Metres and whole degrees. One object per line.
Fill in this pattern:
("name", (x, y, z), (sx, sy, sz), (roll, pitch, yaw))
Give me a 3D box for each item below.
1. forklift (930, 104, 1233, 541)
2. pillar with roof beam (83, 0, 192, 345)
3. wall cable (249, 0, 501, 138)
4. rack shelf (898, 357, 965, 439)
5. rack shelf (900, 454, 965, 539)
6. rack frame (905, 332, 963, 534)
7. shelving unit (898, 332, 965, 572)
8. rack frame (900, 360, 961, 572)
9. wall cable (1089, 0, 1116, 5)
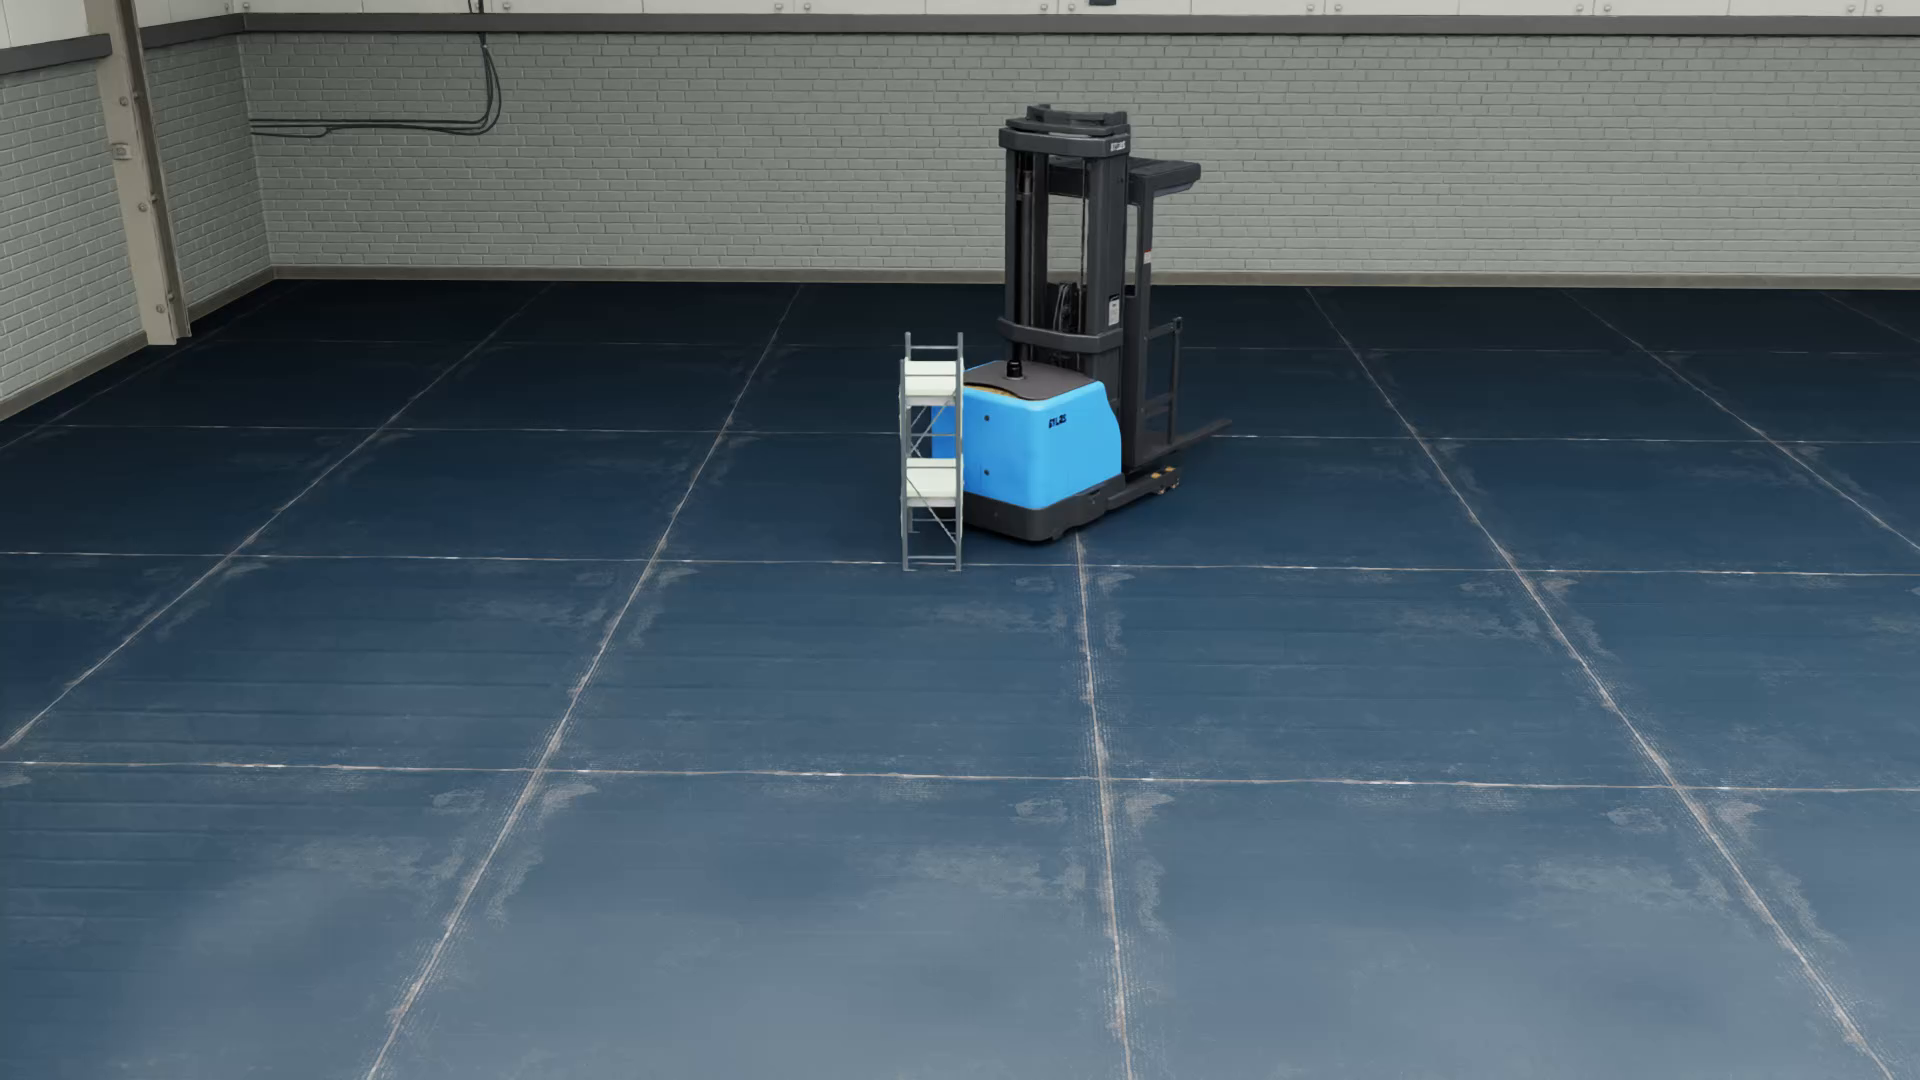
("forklift", (1.094, -1.820, 12.668), (1.130, 2.935, 3.031), (16, 27, 36))
("pillar with roof beam", (-3.992, -6.244, 15.681), (9.100, 9.000, 0.400), (1, 21, 2))
("wall cable", (-6.883, -5.894, 19.073), (3.097, 2.526, 0.112), (1, 21, 2))
("rack shelf", (-0.187, -0.979, 11.400), (0.431, 0.370, 0.720), (0, 21, 1))
("rack shelf", (-0.187, -0.311, 11.659), (0.431, 0.370, 0.720), (0, 21, 1))
("rack frame", (-0.180, -0.747, 11.882), (0.400, 1.500, 0.023), (0, 21, 1))
("shelving unit", (-0.187, -0.615, 11.541), (0.431, 1.500, 0.755), (0, 21, 1))
("rack frame", (-0.194, -0.483, 11.200), (0.400, 1.500, 0.023), (0, 21, 1))
("wall cable", (2.605, -8.817, 17.612), (2.305, 6.003, 0.169), (1, 21, 2))
